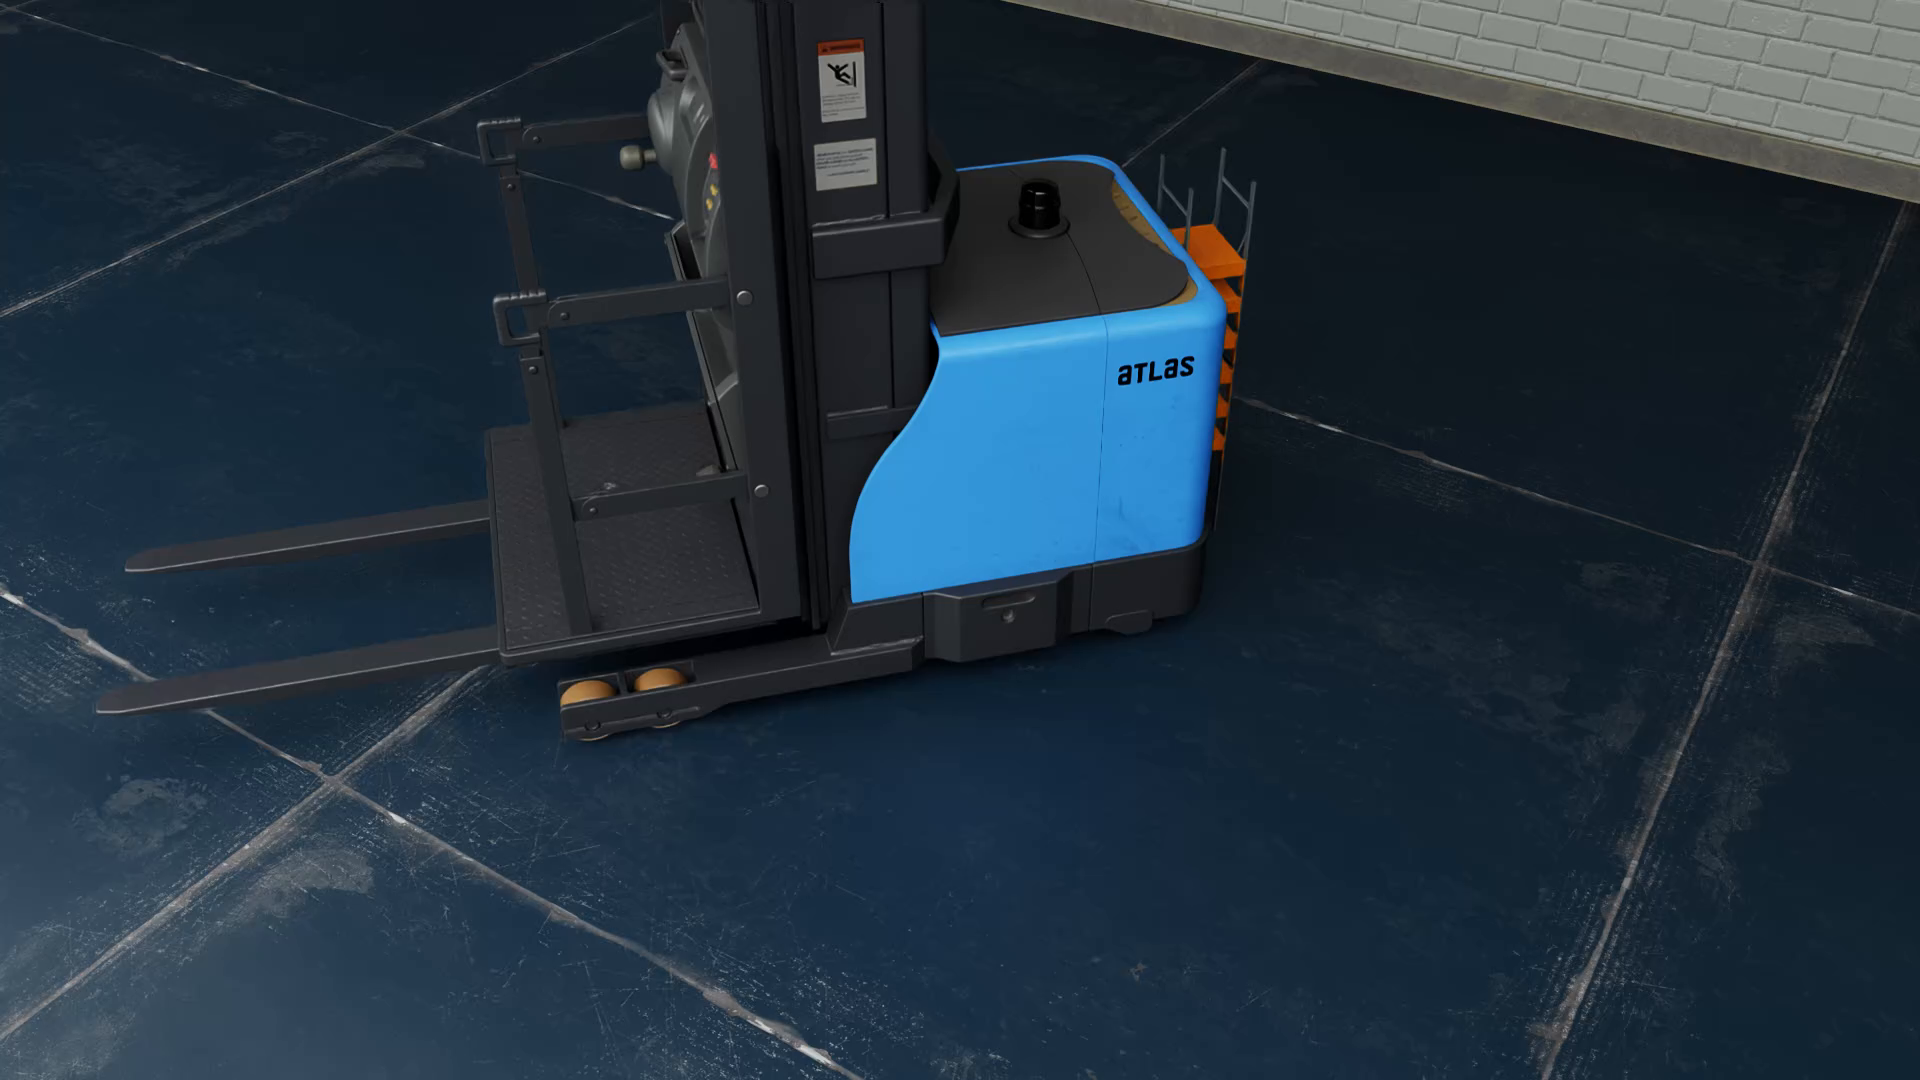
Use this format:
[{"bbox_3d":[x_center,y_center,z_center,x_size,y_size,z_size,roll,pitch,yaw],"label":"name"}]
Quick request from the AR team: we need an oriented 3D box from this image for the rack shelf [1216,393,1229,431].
[{"bbox_3d":[0.690,-0.429,5.093,0.180,0.103,0.258,-9,39,-12],"label":"rack shelf"}]

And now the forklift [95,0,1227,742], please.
[{"bbox_3d":[-0.862,-0.972,4.110,3.031,2.935,1.130,-9,39,-12],"label":"forklift"}]

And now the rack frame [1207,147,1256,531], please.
[{"bbox_3d":[0.778,-0.574,5.012,0.006,1.200,0.240,-9,39,-12],"label":"rack frame"}]

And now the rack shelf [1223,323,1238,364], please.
[{"bbox_3d":[0.690,-0.619,4.947,0.180,0.103,0.258,-9,39,-12],"label":"rack shelf"}]

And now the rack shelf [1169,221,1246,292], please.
[{"bbox_3d":[0.690,-0.809,4.800,0.180,0.103,0.258,-9,39,-12],"label":"rack shelf"}]

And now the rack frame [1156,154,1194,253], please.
[{"bbox_3d":[0.601,-0.545,4.974,0.006,1.200,0.240,-9,39,-12],"label":"rack frame"}]

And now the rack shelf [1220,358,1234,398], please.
[{"bbox_3d":[0.690,-0.524,5.020,0.180,0.103,0.258,-9,39,-12],"label":"rack shelf"}]

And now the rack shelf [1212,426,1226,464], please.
[{"bbox_3d":[0.690,-0.334,5.167,0.180,0.103,0.258,-9,39,-12],"label":"rack shelf"}]

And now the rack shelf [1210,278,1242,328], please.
[{"bbox_3d":[0.690,-0.714,4.873,0.180,0.103,0.258,-9,39,-12],"label":"rack shelf"}]

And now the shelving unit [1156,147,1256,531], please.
[{"bbox_3d":[0.690,-0.559,4.993,0.189,1.200,0.258,-9,39,-12],"label":"shelving unit"}]
